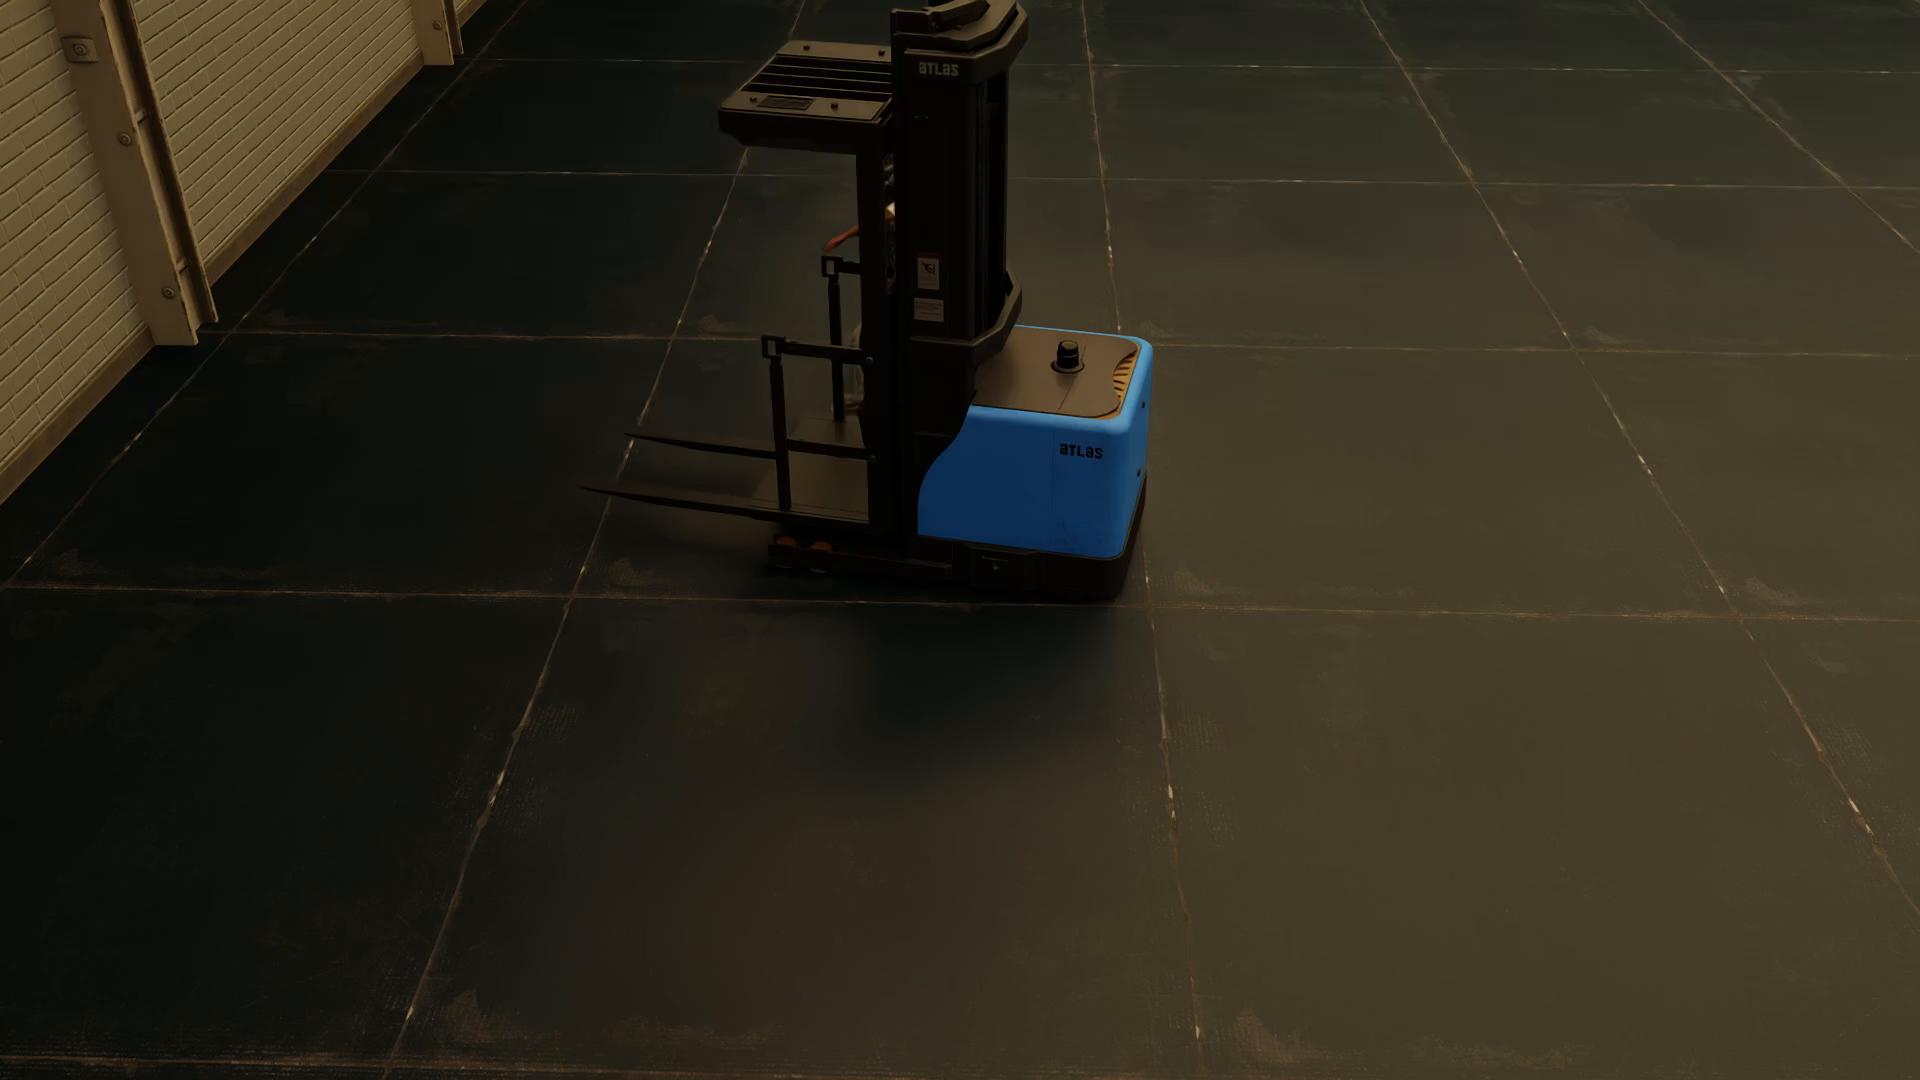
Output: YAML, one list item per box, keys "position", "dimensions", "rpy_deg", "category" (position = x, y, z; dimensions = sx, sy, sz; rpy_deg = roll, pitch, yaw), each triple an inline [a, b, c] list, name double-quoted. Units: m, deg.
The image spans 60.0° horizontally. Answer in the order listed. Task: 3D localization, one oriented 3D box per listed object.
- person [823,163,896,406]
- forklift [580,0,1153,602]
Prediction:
- position: [-0.392, -1.630, 10.341]
  dimensions: [1.185, 1.382, 0.720]
  rpy_deg: [-27, 42, -34]
  category: "person"
- position: [-0.542, -1.323, 8.444]
  dimensions: [3.031, 2.935, 1.130]
  rpy_deg: [7, 34, 11]
  category: "forklift"
